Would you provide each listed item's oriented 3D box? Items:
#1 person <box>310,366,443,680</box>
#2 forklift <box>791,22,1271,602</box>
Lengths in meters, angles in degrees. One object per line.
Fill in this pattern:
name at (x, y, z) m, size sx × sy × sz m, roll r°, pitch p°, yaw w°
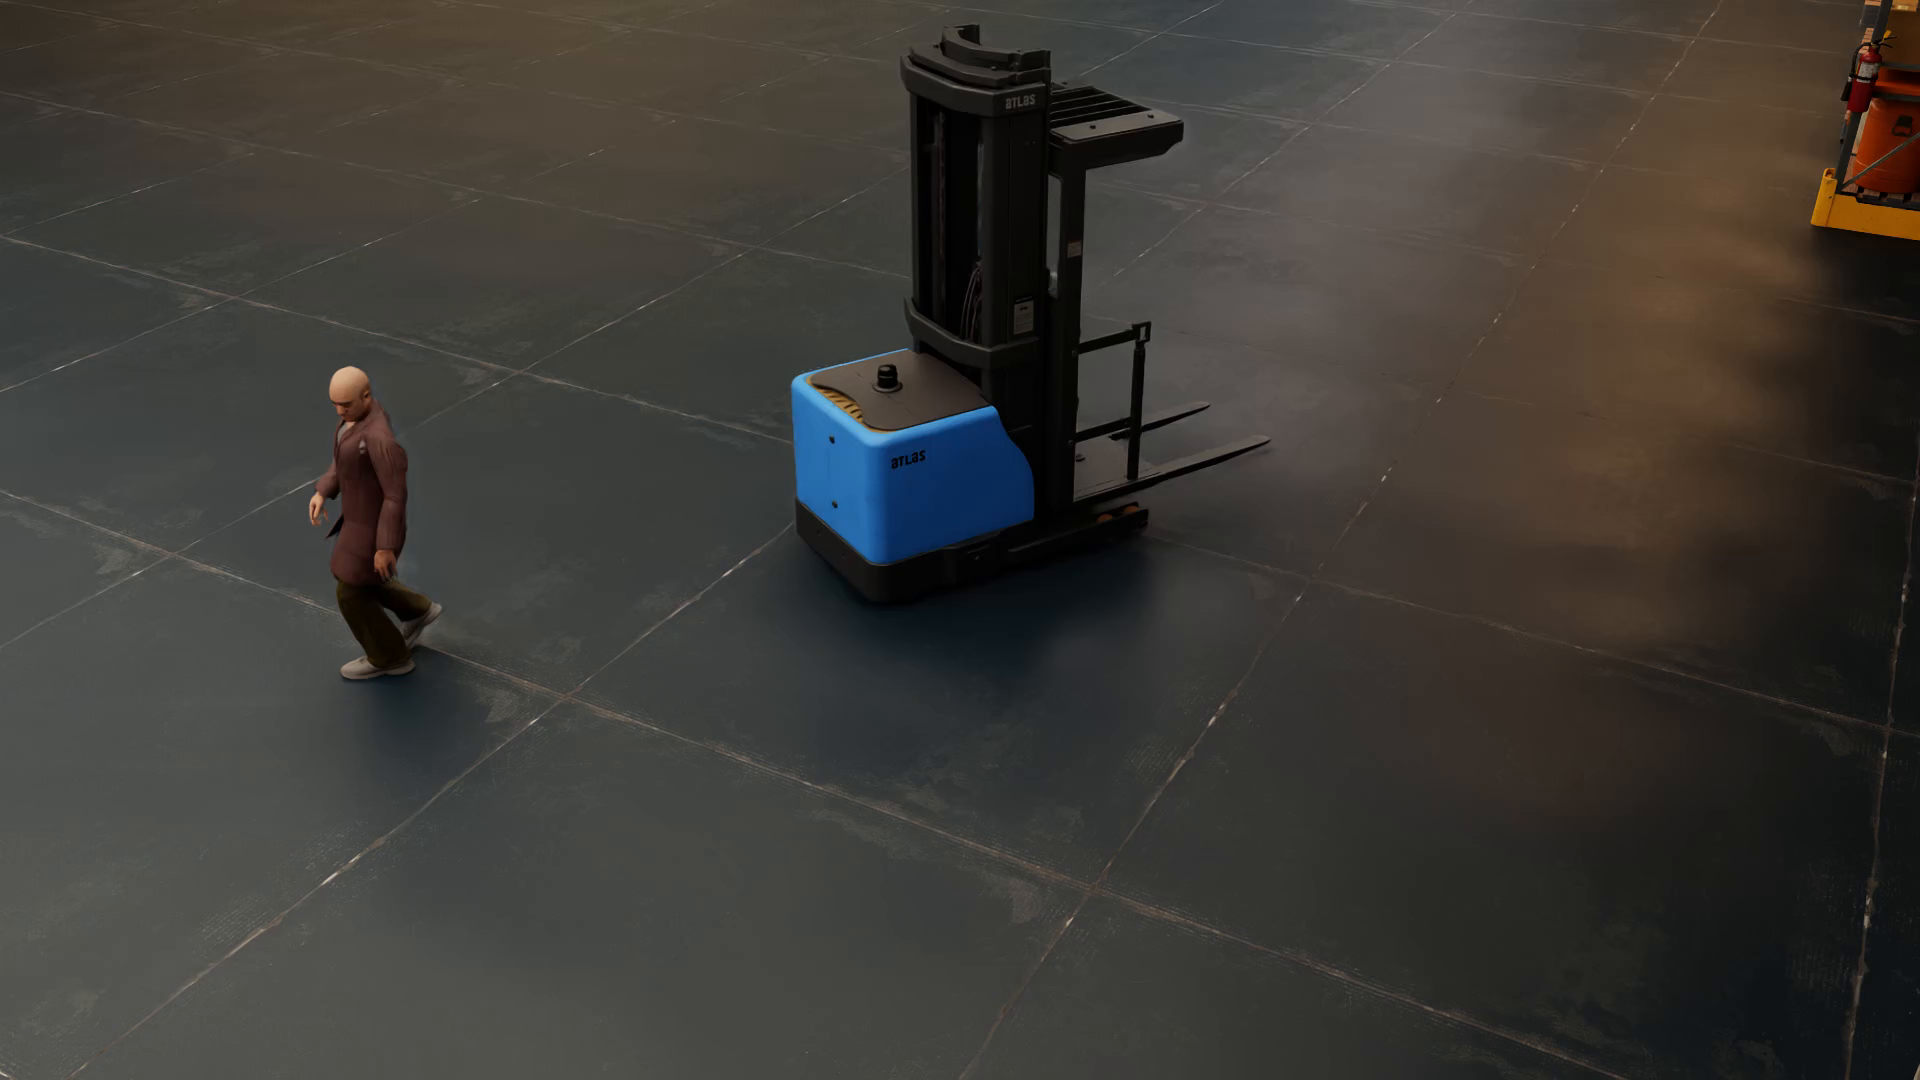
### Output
person at (-2.985, -0.055, 8.370) m, size 0.553 × 1.739 × 0.810 m, roll -8°, pitch 31°, yaw -14°
forklift at (0.541, -1.463, 9.606) m, size 3.031 × 2.935 × 1.130 m, roll -17°, pitch 34°, yaw -27°
